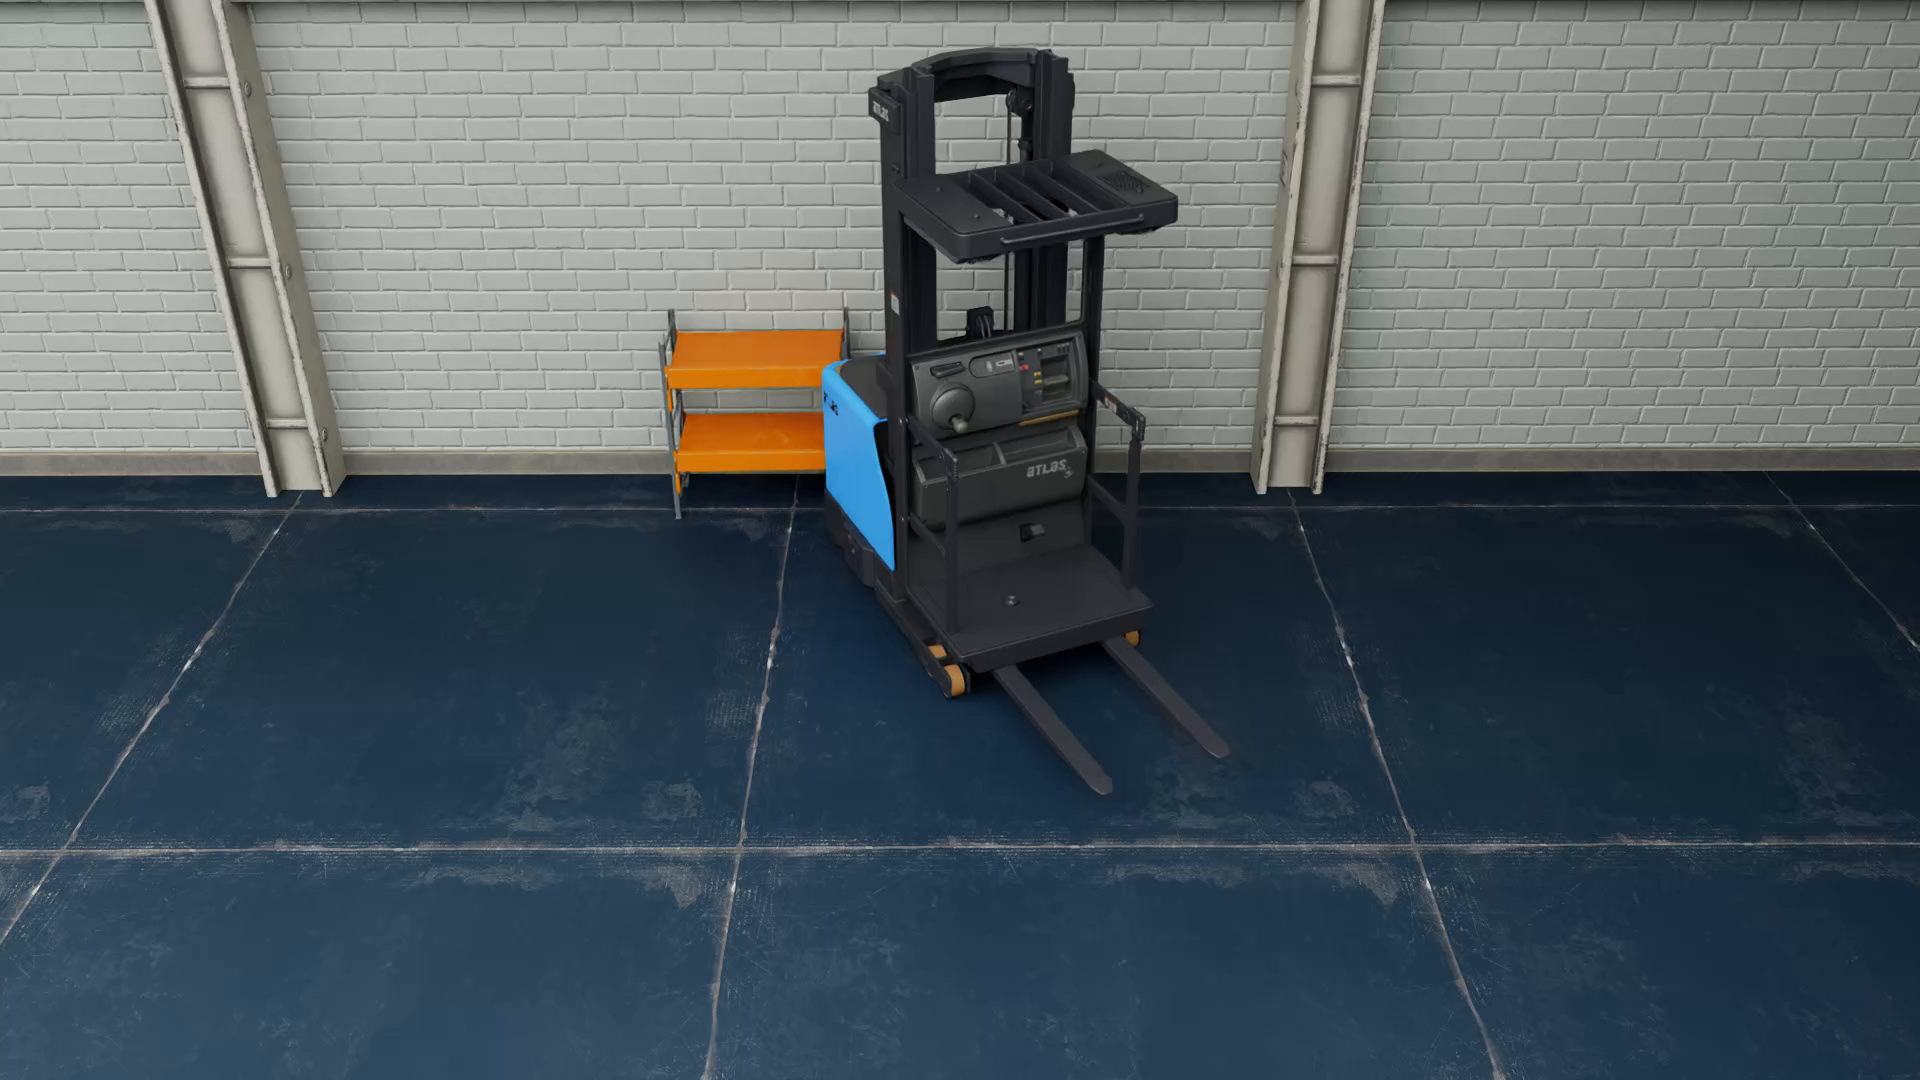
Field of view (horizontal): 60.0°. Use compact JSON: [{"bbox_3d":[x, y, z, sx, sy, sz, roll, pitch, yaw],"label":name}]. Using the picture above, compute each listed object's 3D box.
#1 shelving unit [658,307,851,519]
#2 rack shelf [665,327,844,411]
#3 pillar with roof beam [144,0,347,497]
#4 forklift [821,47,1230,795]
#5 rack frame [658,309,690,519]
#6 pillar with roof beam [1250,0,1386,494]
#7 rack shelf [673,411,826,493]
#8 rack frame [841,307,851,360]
[{"bbox_3d":[-1.165,-0.743,9.772,1.048,1.125,0.538,-1,31,-2],"label":"shelving unit"},{"bbox_3d":[-1.165,-0.993,9.620,1.000,0.278,0.538,-1,31,-2],"label":"rack shelf"},{"bbox_3d":[-3.973,-1.956,4.188,0.400,9.000,9.100,0,31,0],"label":"pillar with roof beam"},{"bbox_3d":[0.296,-0.722,8.003,1.130,2.935,3.031,-13,34,-21],"label":"forklift"},{"bbox_3d":[-1.673,-0.734,9.757,0.032,1.125,0.500,-1,31,-2],"label":"rack frame"},{"bbox_3d":[2.027,-1.975,4.219,0.400,9.000,9.100,0,31,0],"label":"pillar with roof beam"},{"bbox_3d":[-1.165,-0.534,9.899,1.000,0.278,0.538,-1,31,-2],"label":"rack shelf"},{"bbox_3d":[-0.657,-0.753,9.788,0.032,1.125,0.500,-1,31,-2],"label":"rack frame"}]
